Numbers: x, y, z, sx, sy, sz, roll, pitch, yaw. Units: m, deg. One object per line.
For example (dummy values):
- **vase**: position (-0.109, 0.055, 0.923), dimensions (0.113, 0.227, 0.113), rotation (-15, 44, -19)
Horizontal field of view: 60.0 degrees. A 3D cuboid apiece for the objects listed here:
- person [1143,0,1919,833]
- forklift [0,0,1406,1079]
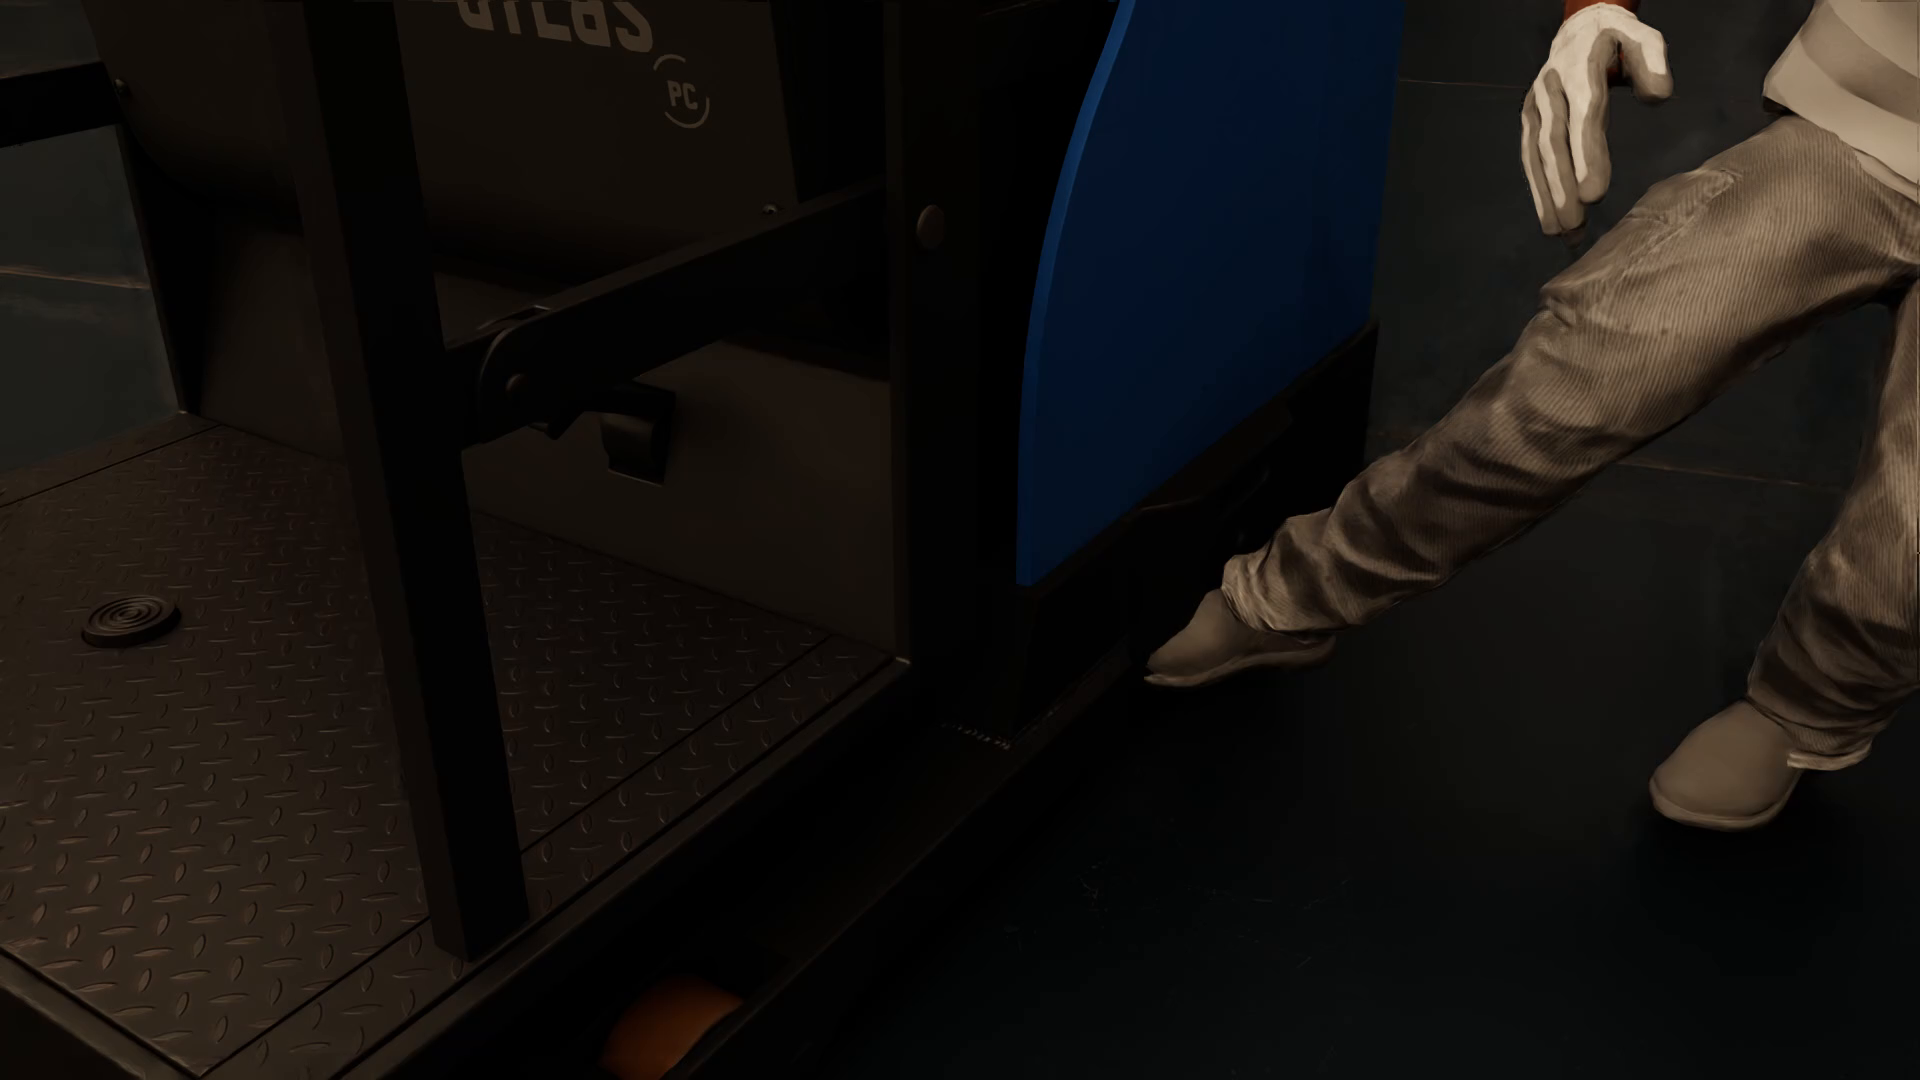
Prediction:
- **person**: position (0.797, -0.306, 1.419), dimensions (1.463, 1.480, 0.874), rotation (12, 29, 22)
- **forklift**: position (-0.605, -0.932, 1.102), dimensions (1.130, 2.935, 3.031), rotation (16, 31, 29)
